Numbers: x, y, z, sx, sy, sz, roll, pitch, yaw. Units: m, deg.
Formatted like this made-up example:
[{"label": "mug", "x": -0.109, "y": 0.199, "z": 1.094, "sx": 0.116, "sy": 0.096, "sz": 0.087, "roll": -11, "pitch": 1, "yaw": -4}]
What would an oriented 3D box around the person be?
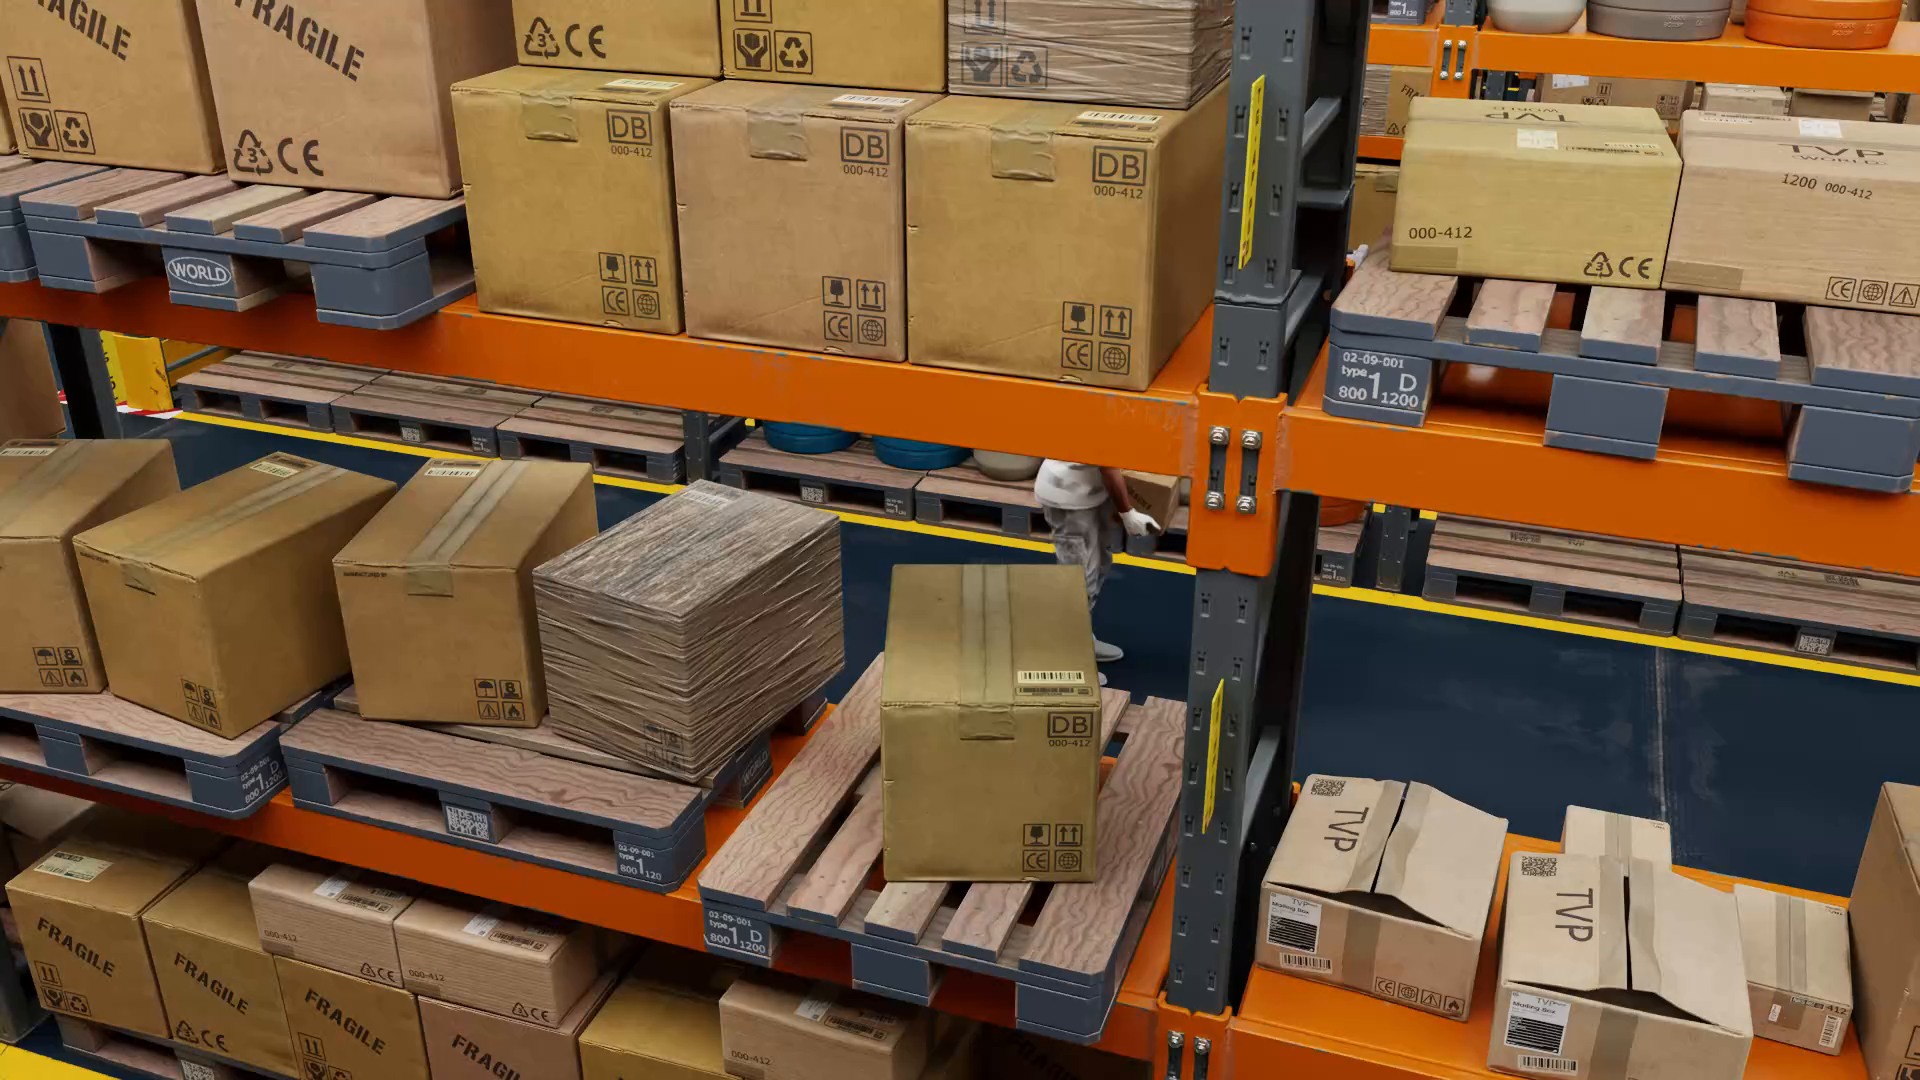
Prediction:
[{"label": "person", "x": 0.649, "y": -0.183, "z": 7.499, "sx": 0.603, "sy": 1.758, "sz": 0.490, "roll": 9, "pitch": 27, "yaw": 18}]
